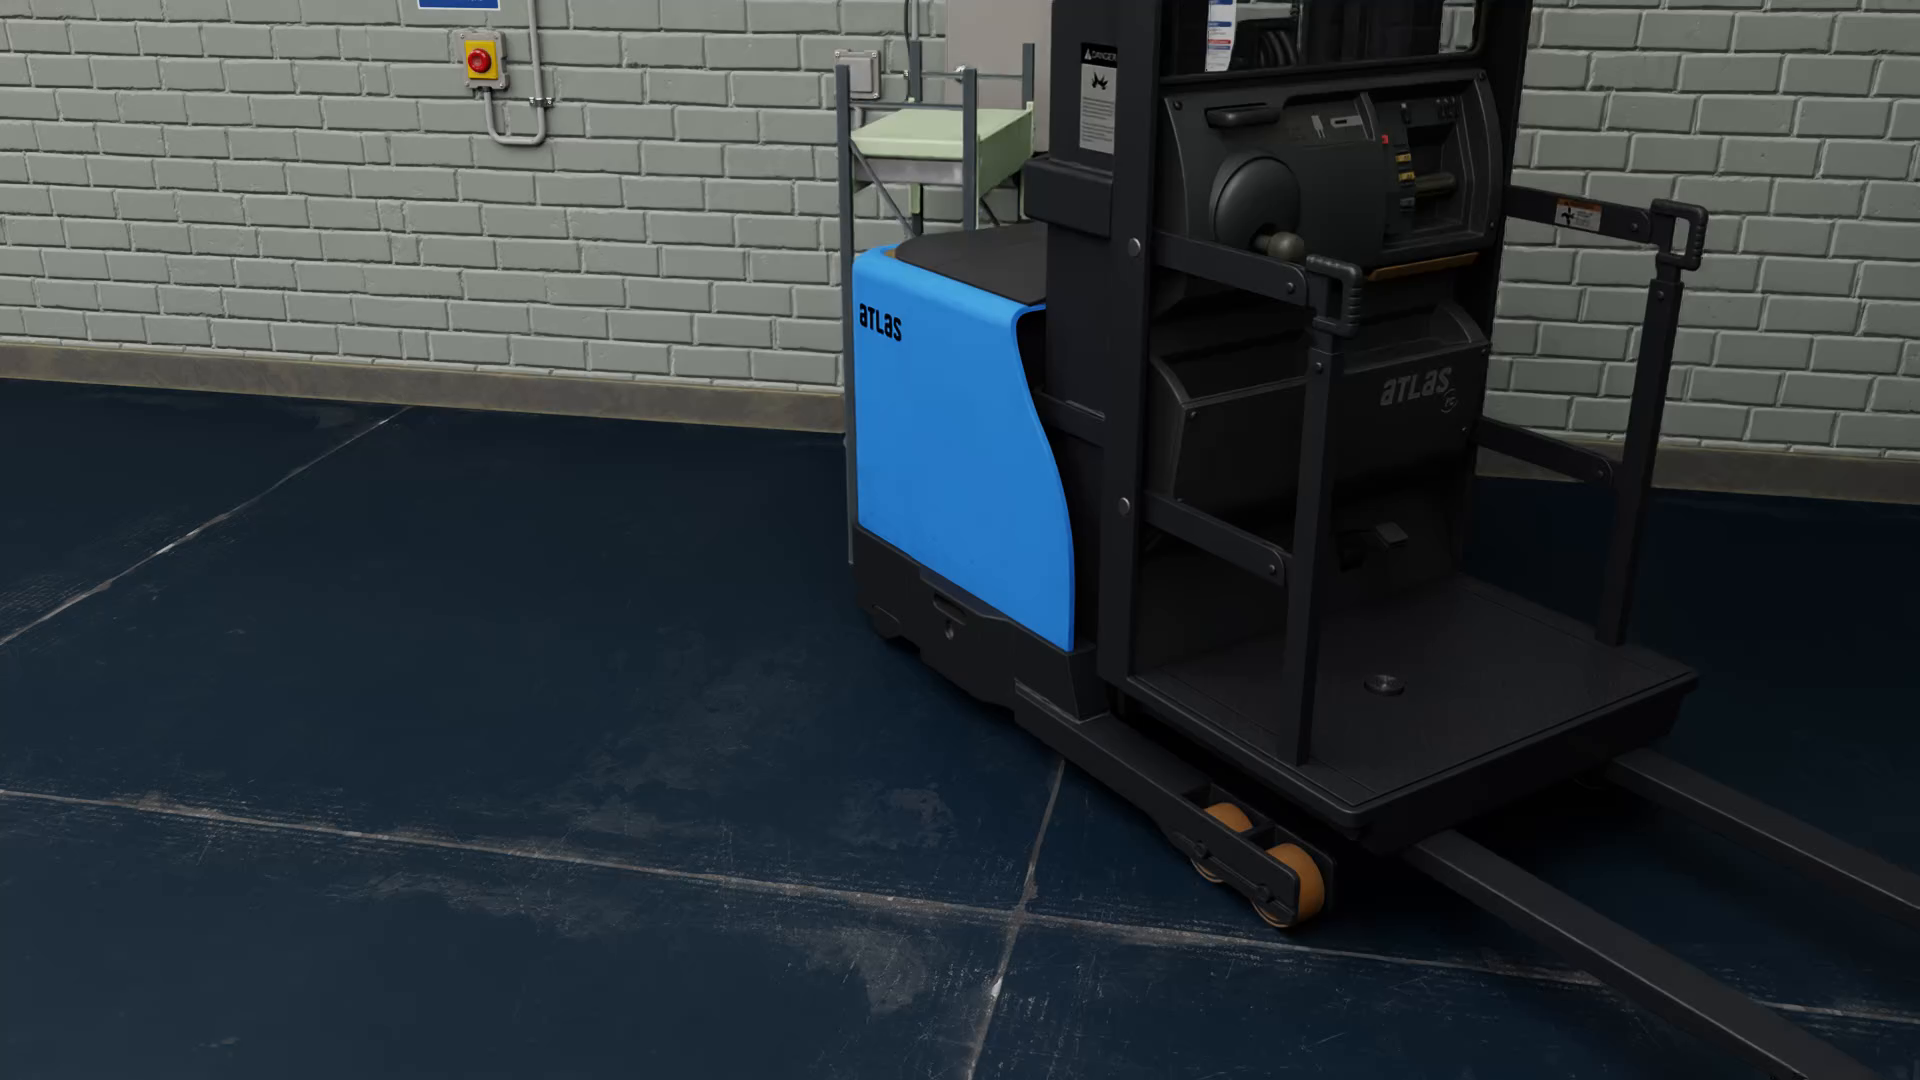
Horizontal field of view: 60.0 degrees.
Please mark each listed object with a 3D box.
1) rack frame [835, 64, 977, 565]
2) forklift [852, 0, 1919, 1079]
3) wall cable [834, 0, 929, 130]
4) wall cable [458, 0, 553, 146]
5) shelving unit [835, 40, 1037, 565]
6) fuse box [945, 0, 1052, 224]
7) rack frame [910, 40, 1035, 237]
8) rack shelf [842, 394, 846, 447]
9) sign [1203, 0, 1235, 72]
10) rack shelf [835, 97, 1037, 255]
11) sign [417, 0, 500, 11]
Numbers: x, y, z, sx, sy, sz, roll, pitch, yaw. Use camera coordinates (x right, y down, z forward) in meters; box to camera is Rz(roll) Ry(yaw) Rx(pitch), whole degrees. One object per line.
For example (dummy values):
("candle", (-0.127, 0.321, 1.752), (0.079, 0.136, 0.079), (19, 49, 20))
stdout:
("rack frame", (-0.149, -0.605, 4.847), (0.400, 1.500, 0.023), (6, 23, 14))
("forklift", (0.927, -0.772, 3.347), (1.130, 2.935, 3.031), (-14, 26, -31))
("wall cable", (-0.407, -2.257, 5.583), (0.588, 1.984, 0.122), (4, 22, 11))
("wall cable", (-1.798, -2.375, 5.835), (0.585, 1.953, 0.123), (4, 22, 11))
("shelving unit", (-0.056, -0.737, 5.176), (0.431, 1.500, 0.755), (6, 23, 14))
("fuse box", (0.228, -1.079, 5.741), (0.539, 1.711, 0.414), (4, 22, 11))
("rack frame", (0.037, -0.869, 5.504), (0.400, 1.500, 0.023), (6, 23, 14))
("rack shelf", (-0.056, -0.434, 5.297), (0.431, 0.370, 0.720), (6, 23, 14))
("sign", (0.754, -1.670, 5.613), (0.329, 0.494, 0.001), (4, 22, 11))
("rack shelf", (-0.056, -1.099, 5.030), (0.431, 0.370, 0.720), (6, 23, 14))
("sign", (-1.833, -2.041, 6.045), (0.327, 0.218, 0.001), (4, 22, 11))
